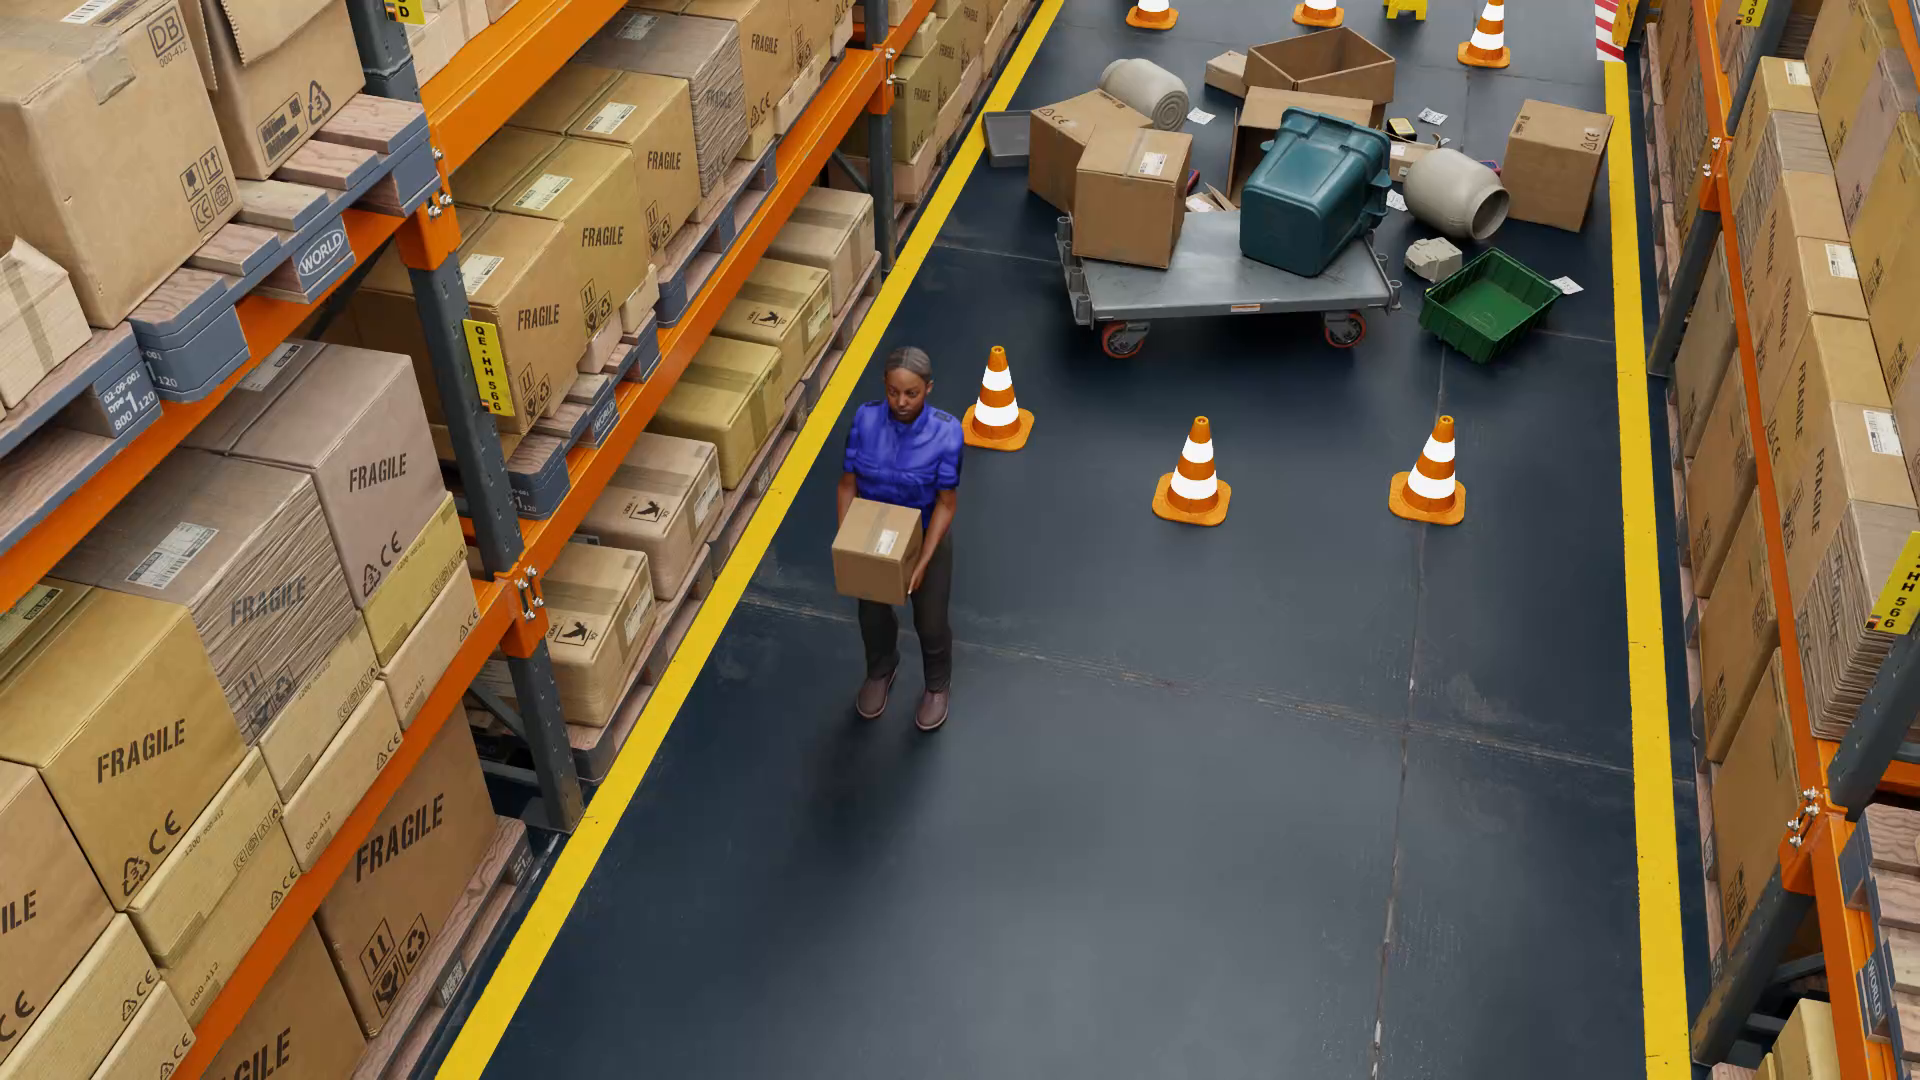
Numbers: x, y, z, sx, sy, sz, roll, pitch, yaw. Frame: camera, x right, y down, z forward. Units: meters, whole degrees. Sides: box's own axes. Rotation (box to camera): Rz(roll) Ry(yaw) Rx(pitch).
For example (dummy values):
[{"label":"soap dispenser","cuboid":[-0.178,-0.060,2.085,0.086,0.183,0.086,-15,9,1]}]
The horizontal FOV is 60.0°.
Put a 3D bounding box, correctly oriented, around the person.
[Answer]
[{"label":"person","cuboid":[-0.237,0.059,6.103,0.451,1.650,0.518,11,42,12]}]
